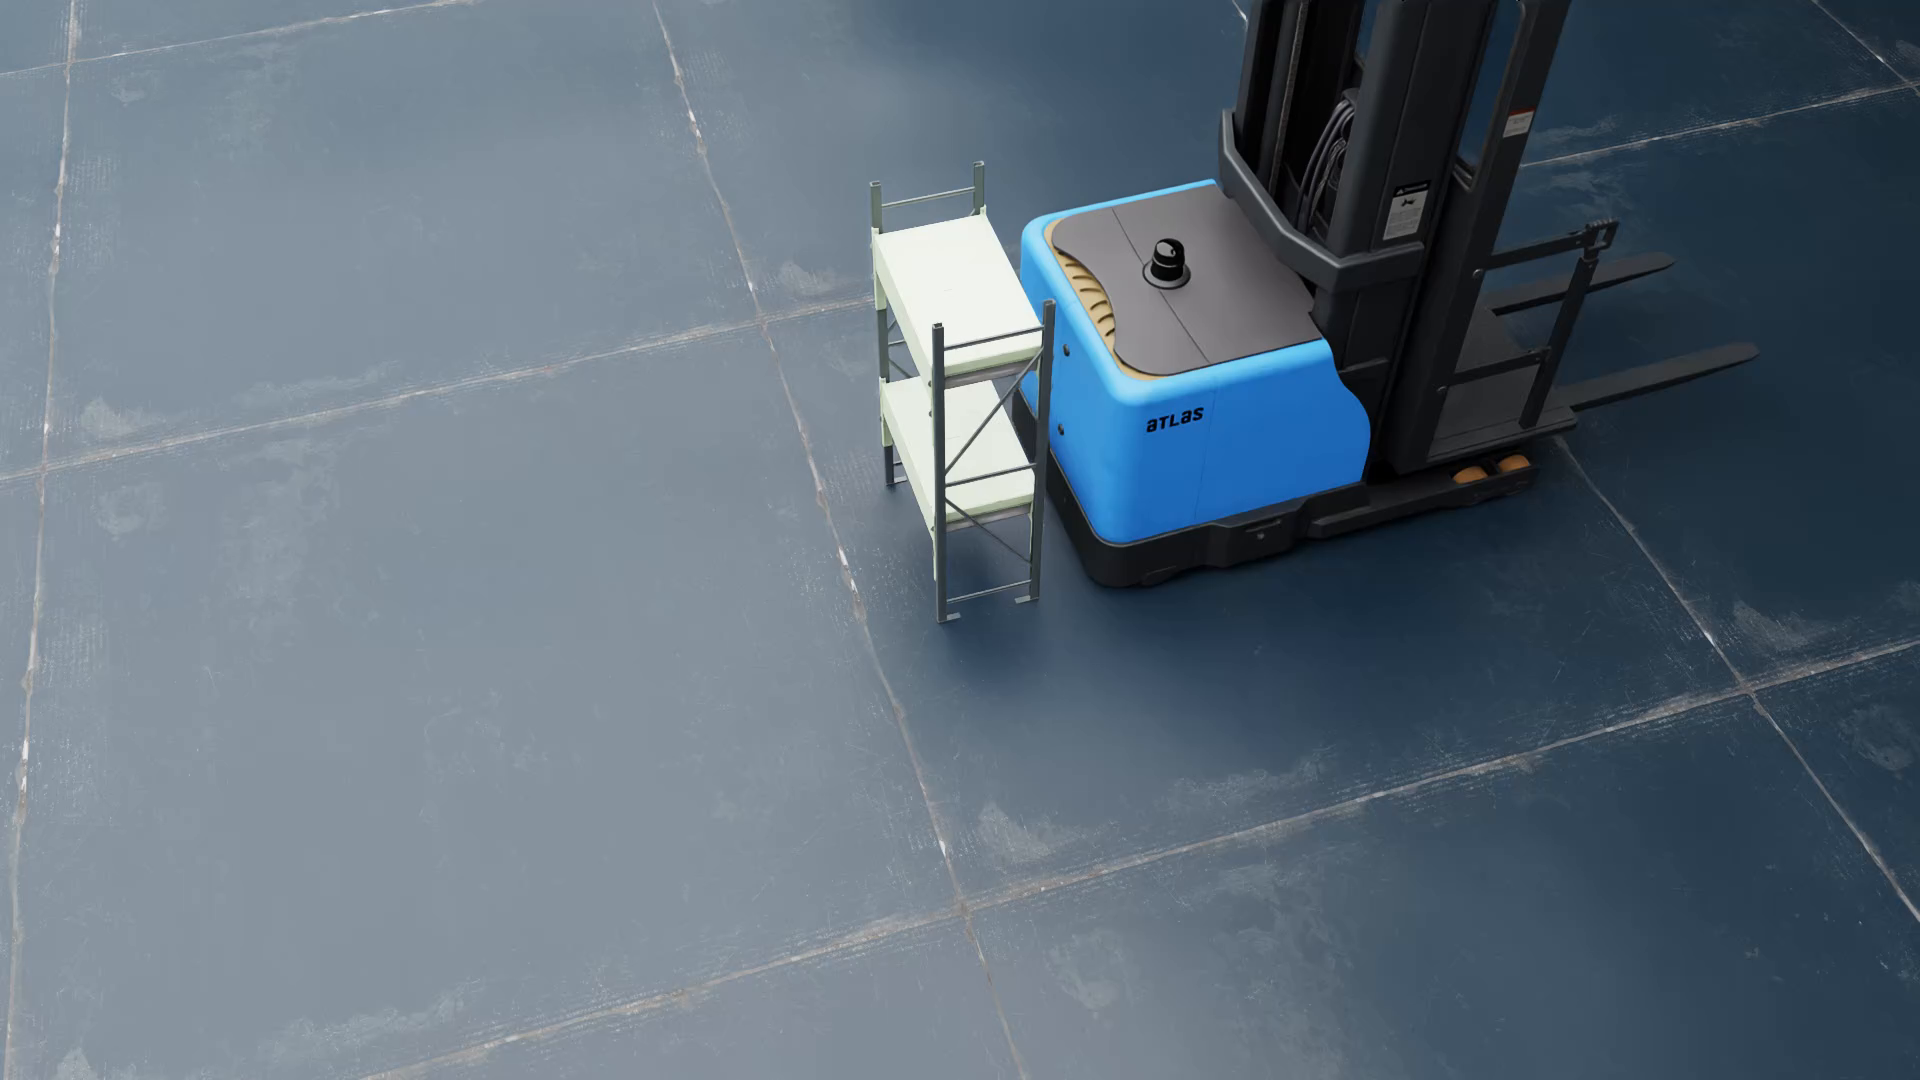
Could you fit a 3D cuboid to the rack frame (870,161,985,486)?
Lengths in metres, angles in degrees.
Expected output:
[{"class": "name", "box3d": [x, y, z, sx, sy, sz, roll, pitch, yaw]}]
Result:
[{"class": "rack frame", "box3d": [-0.110, -0.756, 6.196, 0.400, 1.500, 0.023, -13, 51, -11]}]

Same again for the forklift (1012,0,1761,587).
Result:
[{"class": "forklift", "box3d": [1.788, -1.449, 5.844, 3.031, 2.935, 1.130, -15, 51, -12]}]

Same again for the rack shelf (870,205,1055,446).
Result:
[{"class": "rack shelf", "box3d": [-0.002, -0.740, 5.672, 0.431, 0.370, 0.720, -13, 51, -11]}]

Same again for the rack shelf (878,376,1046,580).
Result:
[{"class": "rack shelf", "box3d": [-0.002, -0.278, 6.220, 0.431, 0.370, 0.720, -13, 51, -11]}]

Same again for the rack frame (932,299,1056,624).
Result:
[{"class": "rack frame", "box3d": [0.106, -0.221, 5.745, 0.400, 1.500, 0.023, -13, 51, -11]}]

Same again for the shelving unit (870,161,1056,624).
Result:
[{"class": "shelving unit", "box3d": [-0.002, -0.488, 5.970, 0.431, 1.500, 0.755, -13, 51, -11]}]
